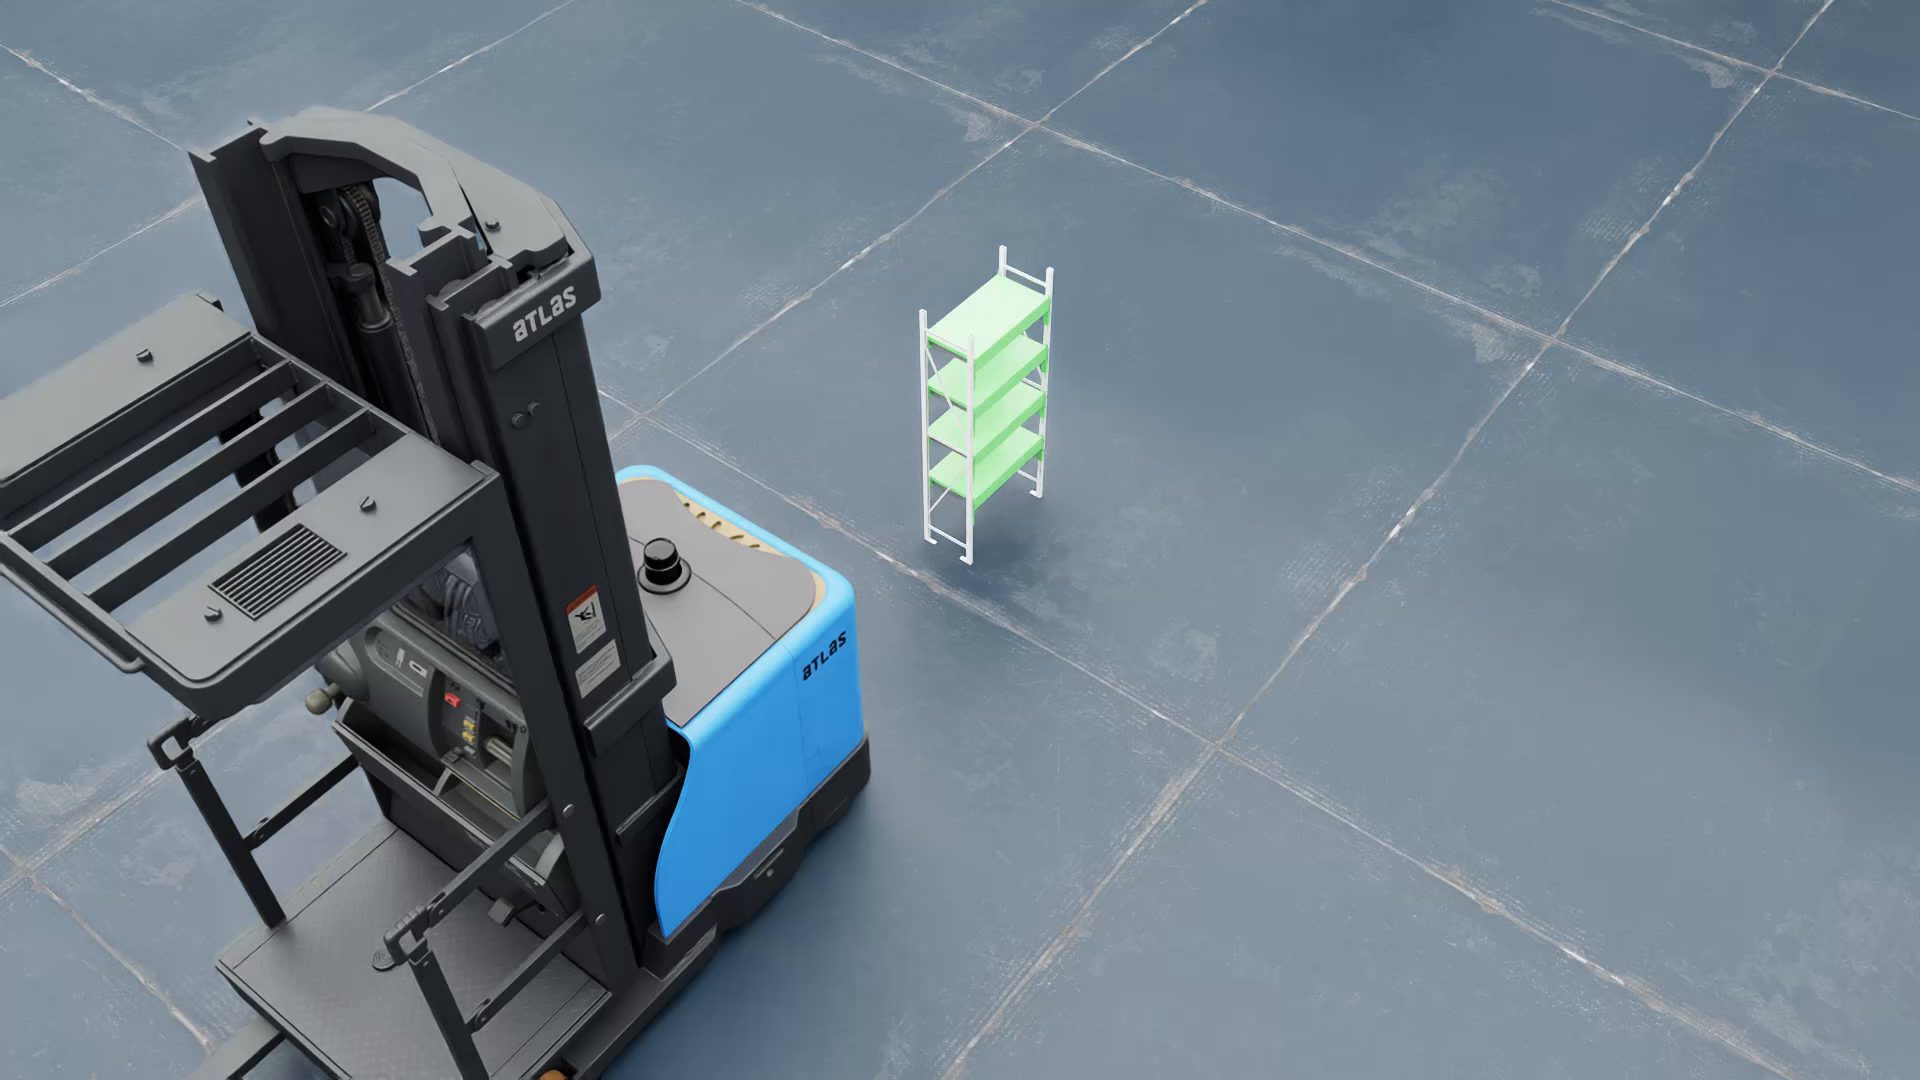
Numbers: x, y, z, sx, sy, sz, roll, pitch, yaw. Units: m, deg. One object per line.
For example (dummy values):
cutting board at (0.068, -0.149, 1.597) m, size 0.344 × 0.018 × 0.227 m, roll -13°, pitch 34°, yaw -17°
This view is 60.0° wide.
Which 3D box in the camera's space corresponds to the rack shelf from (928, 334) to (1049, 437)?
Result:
rack shelf at (0.101, -0.631, 6.444) m, size 0.258 × 0.148 × 0.480 m, roll 29°, pitch 53°, yaw 25°

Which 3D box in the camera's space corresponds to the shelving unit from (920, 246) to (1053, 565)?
shelving unit at (0.101, -0.509, 6.571) m, size 0.258 × 1.200 × 0.503 m, roll 29°, pitch 53°, yaw 25°

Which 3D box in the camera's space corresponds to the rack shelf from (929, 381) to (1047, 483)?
rack shelf at (0.101, -0.465, 6.618) m, size 0.258 × 0.148 × 0.480 m, roll 29°, pitch 53°, yaw 25°

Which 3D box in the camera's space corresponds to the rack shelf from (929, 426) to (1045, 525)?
rack shelf at (0.101, -0.299, 6.791) m, size 0.258 × 0.148 × 0.480 m, roll 29°, pitch 53°, yaw 25°

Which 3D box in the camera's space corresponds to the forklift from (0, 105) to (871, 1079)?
forklift at (-1.615, 0.504, 4.406) m, size 1.130 × 2.935 × 3.031 m, roll 29°, pitch 53°, yaw 25°

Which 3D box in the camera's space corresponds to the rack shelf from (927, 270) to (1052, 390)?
rack shelf at (0.101, -0.797, 6.270) m, size 0.258 × 0.148 × 0.480 m, roll 29°, pitch 53°, yaw 25°

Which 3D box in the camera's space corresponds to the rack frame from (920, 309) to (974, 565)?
rack frame at (-0.048, -0.370, 6.438) m, size 0.240 × 1.200 × 0.015 m, roll 29°, pitch 53°, yaw 25°

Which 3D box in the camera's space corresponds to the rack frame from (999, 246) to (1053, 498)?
rack frame at (0.250, -0.649, 6.705) m, size 0.240 × 1.200 × 0.015 m, roll 29°, pitch 53°, yaw 25°
